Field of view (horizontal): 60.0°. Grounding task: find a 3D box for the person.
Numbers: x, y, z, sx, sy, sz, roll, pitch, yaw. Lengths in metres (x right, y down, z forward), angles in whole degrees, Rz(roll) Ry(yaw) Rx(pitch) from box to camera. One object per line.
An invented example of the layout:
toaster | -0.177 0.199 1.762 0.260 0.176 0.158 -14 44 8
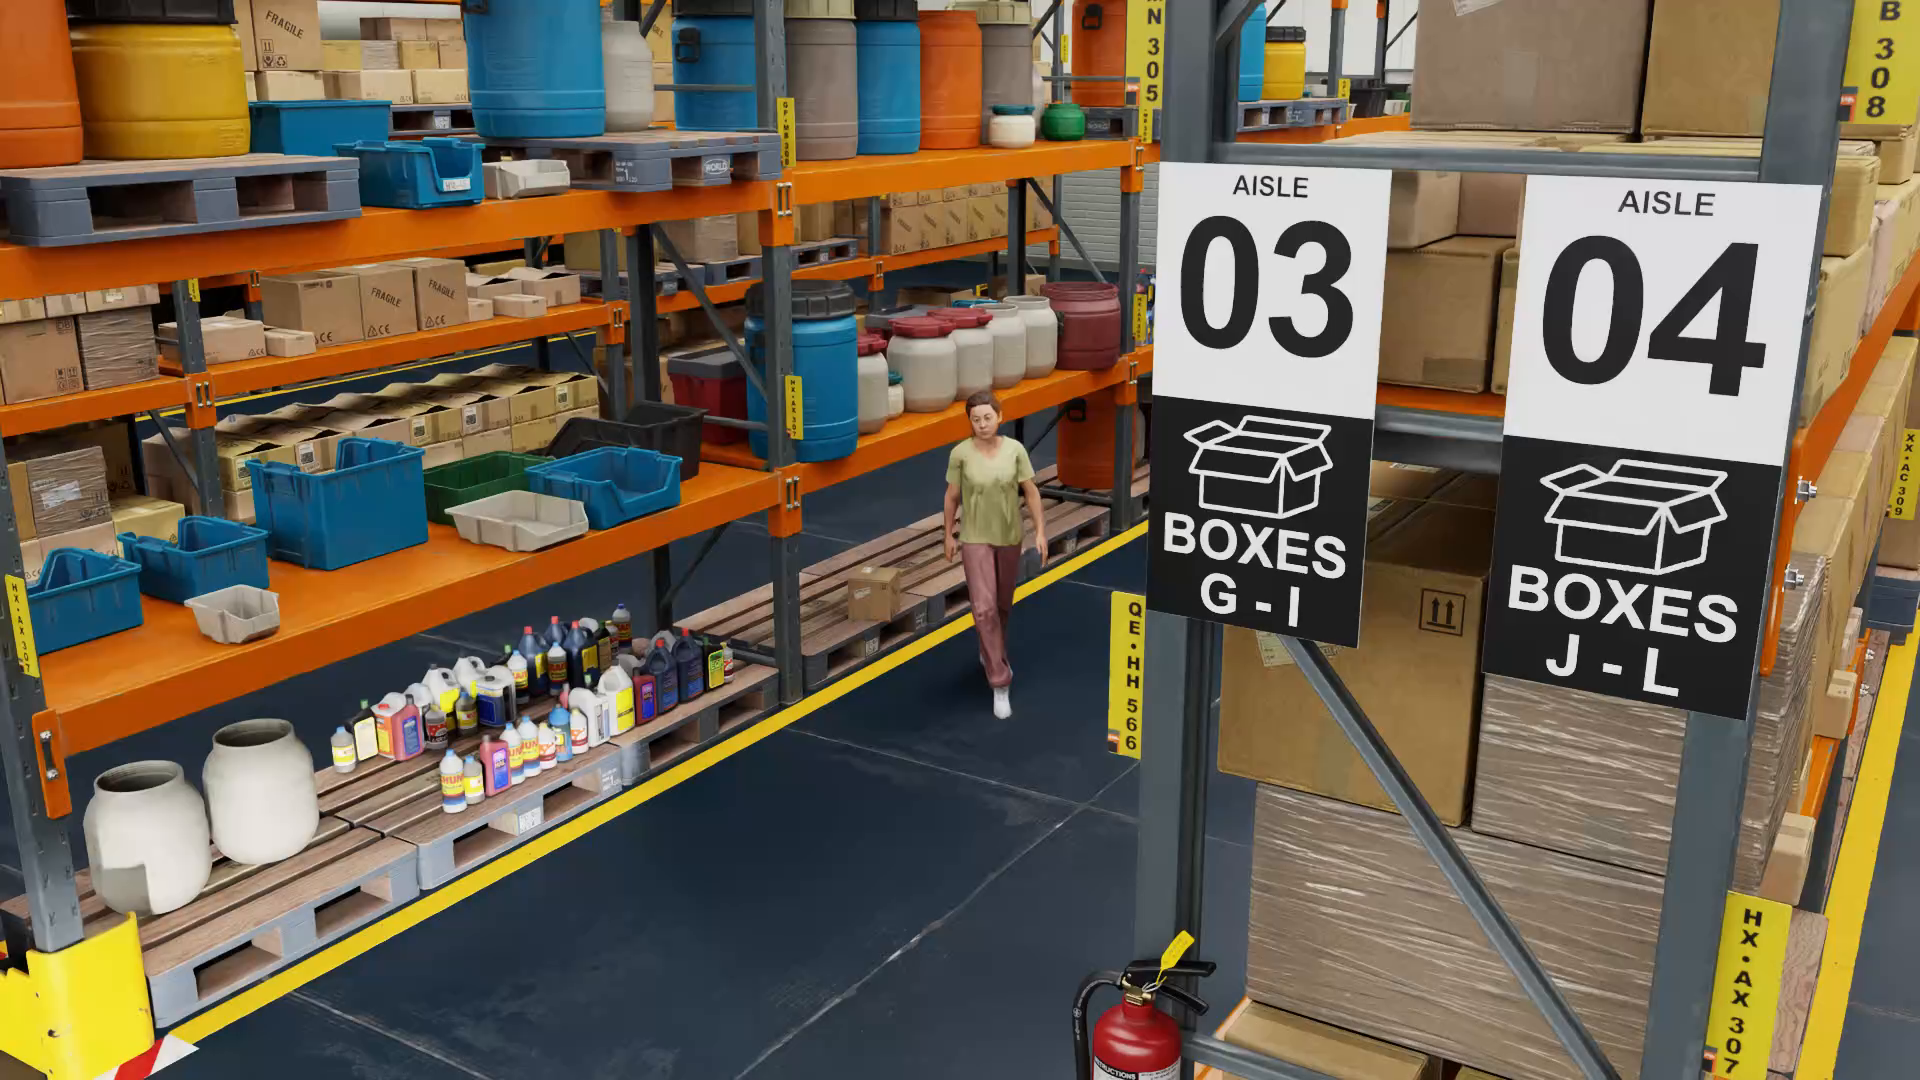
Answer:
person | 0.205 0.035 8.925 0.511 1.674 0.793 -4 17 -14
